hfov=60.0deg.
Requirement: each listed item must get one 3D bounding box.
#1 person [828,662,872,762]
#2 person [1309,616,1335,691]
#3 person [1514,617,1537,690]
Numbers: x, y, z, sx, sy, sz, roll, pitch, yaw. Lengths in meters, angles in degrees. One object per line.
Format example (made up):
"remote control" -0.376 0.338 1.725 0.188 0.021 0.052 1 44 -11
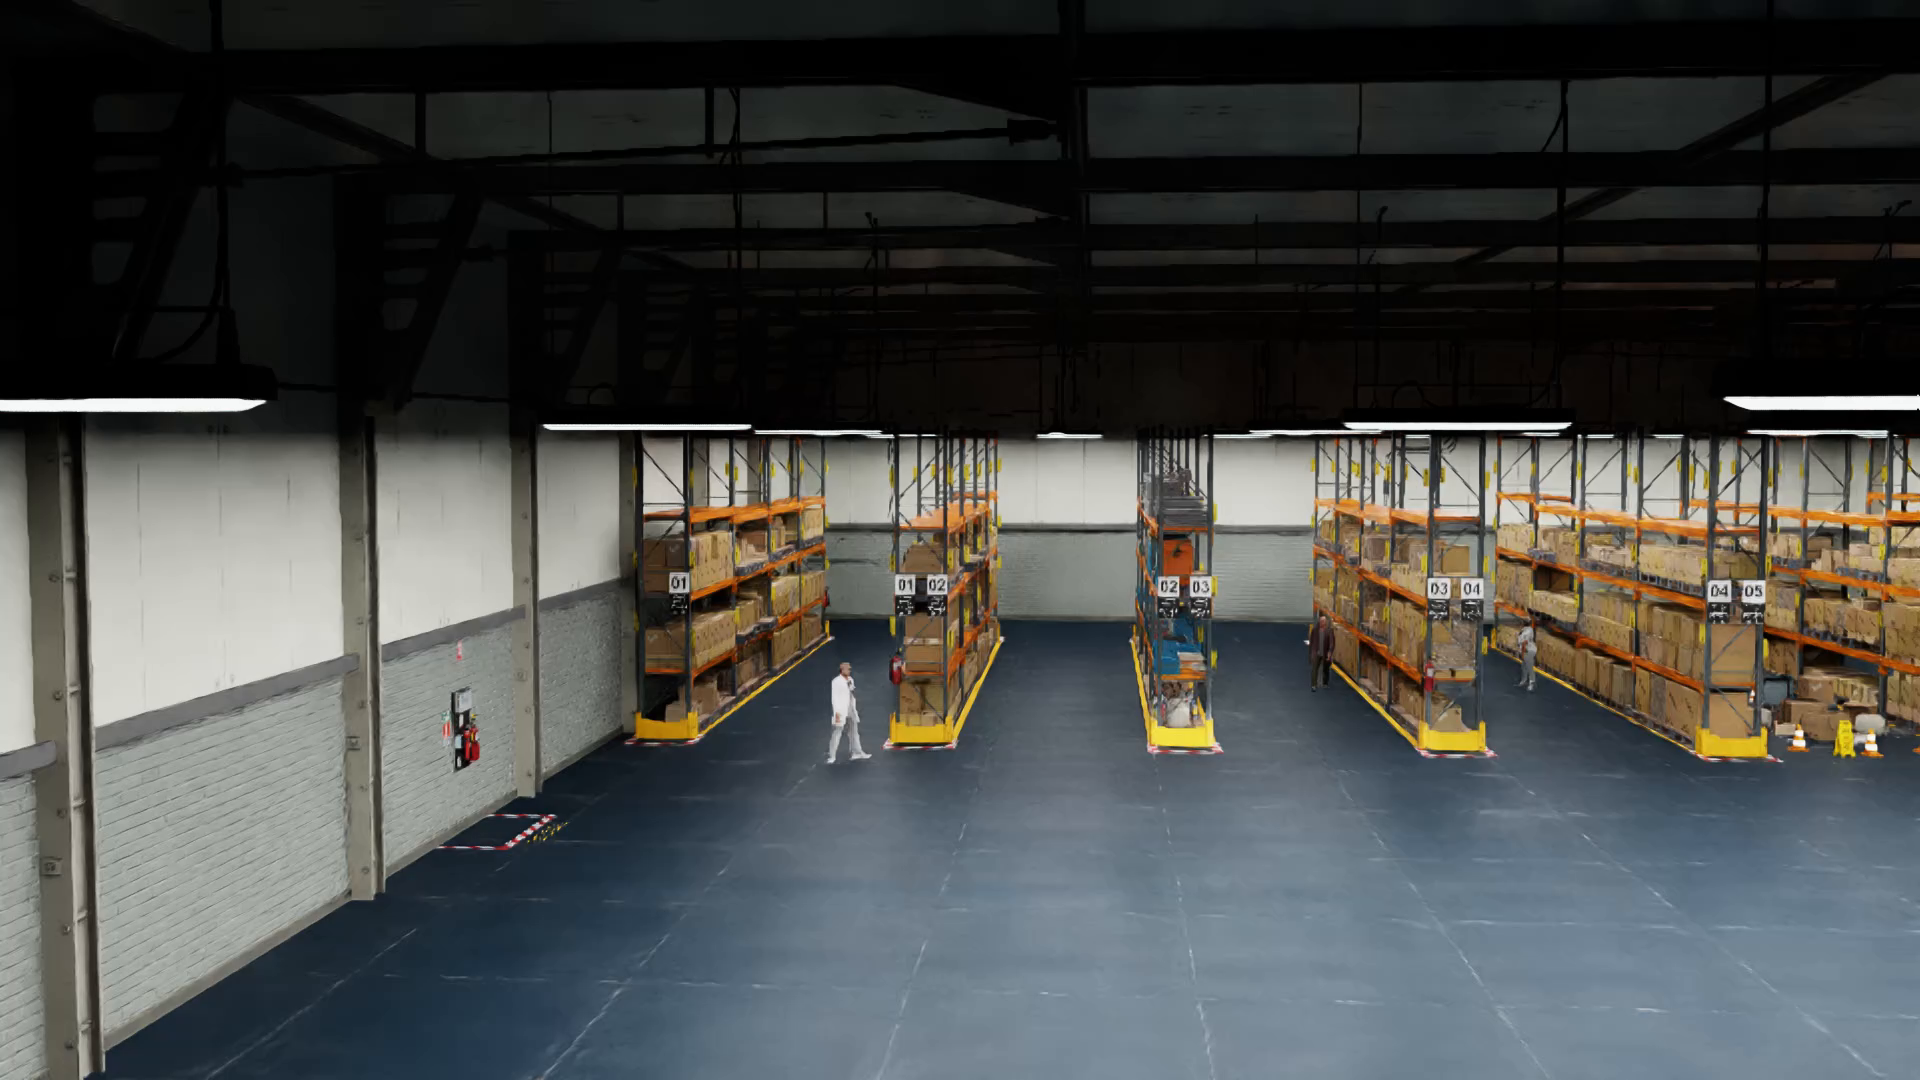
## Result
"person" -2.025 3.041 29.564 0.575 1.771 0.761 3 4 37
"person" 8.240 2.572 37.856 0.575 1.714 1.104 1 4 14
"person" 13.007 2.589 38.225 0.560 1.648 0.612 2 4 28
